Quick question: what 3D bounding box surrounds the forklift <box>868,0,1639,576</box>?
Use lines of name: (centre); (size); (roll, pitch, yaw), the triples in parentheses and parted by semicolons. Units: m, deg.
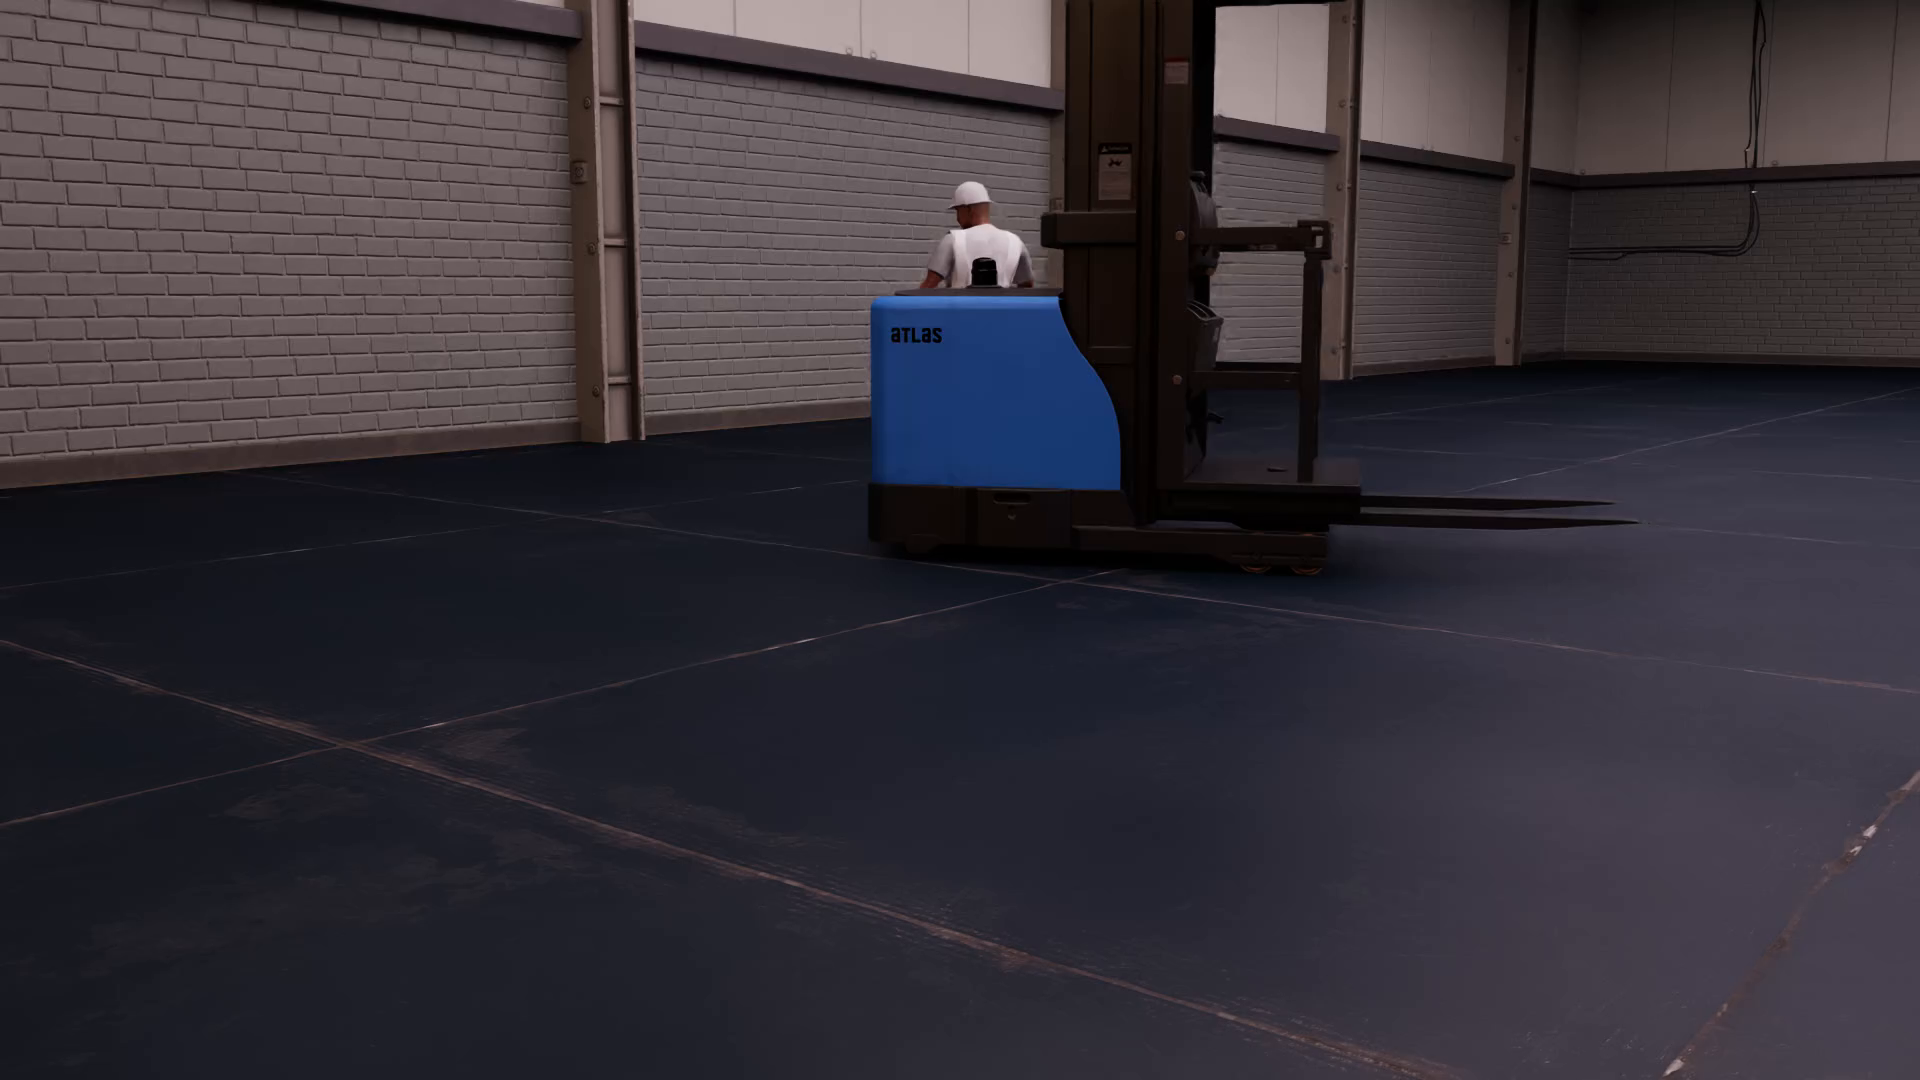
forklift: (1.191, -1.396, 6.822); (3.031, 2.935, 1.130); (2, 9, 13)

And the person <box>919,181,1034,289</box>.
person: (0.046, -1.258, 9.976); (0.802, 1.746, 0.492); (-2, 9, -13)
